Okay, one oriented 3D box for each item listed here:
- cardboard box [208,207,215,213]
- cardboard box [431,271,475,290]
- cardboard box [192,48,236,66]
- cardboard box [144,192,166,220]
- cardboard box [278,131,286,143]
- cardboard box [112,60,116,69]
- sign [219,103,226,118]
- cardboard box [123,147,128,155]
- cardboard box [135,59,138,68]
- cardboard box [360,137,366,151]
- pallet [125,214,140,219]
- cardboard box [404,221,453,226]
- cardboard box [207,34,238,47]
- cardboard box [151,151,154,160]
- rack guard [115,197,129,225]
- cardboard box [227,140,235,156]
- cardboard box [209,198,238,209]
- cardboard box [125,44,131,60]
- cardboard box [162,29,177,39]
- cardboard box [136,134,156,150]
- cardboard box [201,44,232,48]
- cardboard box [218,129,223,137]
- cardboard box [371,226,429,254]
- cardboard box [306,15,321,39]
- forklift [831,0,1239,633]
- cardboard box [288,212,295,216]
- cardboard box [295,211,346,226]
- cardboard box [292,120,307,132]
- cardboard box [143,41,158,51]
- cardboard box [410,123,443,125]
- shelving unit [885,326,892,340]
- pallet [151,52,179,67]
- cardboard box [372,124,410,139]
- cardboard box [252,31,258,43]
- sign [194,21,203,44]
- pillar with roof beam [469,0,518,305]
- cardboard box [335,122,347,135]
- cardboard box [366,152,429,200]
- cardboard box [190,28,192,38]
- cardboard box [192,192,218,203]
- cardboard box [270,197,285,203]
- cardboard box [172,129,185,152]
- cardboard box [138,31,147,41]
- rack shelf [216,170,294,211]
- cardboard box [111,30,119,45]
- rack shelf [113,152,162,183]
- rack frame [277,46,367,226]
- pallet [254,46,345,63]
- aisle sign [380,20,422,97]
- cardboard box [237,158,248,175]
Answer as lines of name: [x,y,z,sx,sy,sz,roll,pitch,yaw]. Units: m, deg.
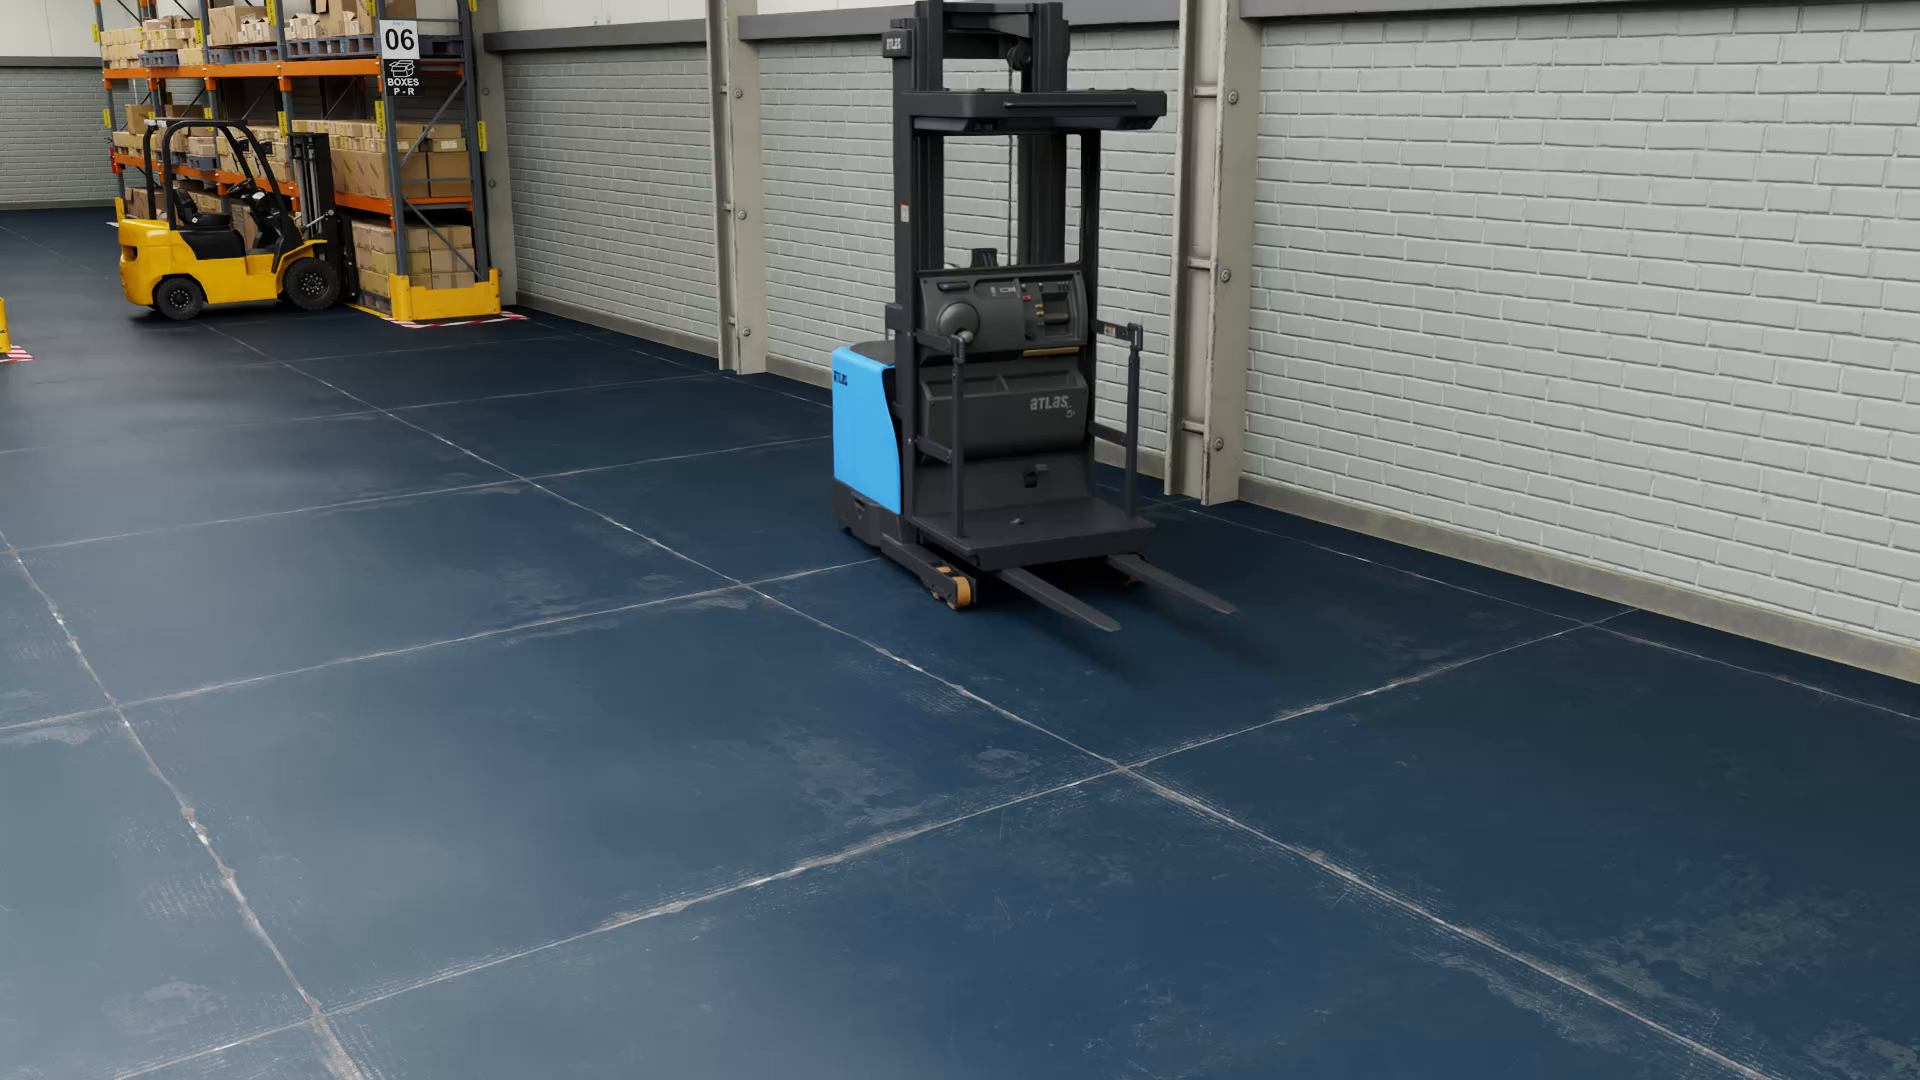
cardboard box: [-11.244,-4.871,25.629,0.500,0.500,0.500,-11,19,-35]
cardboard box: [-5.963,-3.011,19.310,0.500,0.250,0.500,-11,19,-34]
cardboard box: [-11.034,-7.155,24.637,0.500,0.250,0.500,-12,19,-36]
cardboard box: [-13.875,-5.858,29.236,0.700,0.500,0.500,-12,19,-37]
cardboard box: [-8.731,-5.306,21.862,0.380,0.149,0.250,-11,19,-35]
cardboard box: [-14.864,-8.459,29.596,0.380,0.149,0.250,-10,18,-33]
sign: [-12.441,-7.208,28.035,0.100,0.325,0.005,-11,19,-35]
cardboard box: [-15.081,-7.135,30.440,0.380,0.149,0.250,-10,18,-33]
cardboard box: [-13.771,-8.084,28.222,0.380,0.149,0.250,-11,19,-35]
cardboard box: [-6.676,-4.561,19.141,0.380,0.149,0.250,-11,19,-35]
pallet: [-14.725,-5.885,30.679,1.003,0.211,1.213,-11,19,-35]
cardboard box: [-6.258,-3.597,19.554,0.500,0.250,0.500,-11,19,-34]
cardboard box: [-10.576,-7.171,23.872,0.380,0.166,0.250,-11,19,-35]
cardboard box: [-13.622,-6.574,28.389,0.380,0.149,0.250,-10,18,-33]
rack guard: [-15.195,-6.195,31.262,1.175,0.500,0.348,-11,19,-35]
cardboard box: [-10.179,-5.637,23.828,0.500,0.250,0.500,-10,18,-33]
cardboard box: [-11.217,-5.138,25.376,0.380,0.149,0.250,-12,19,-37]
cardboard box: [-13.980,-8.365,28.495,0.500,0.250,0.500,-10,18,-33]
cardboard box: [-12.114,-7.831,25.750,0.380,0.149,0.250,-11,19,-34]
cardboard box: [-13.973,-6.918,28.889,0.500,0.250,0.500,-11,19,-35]
cardboard box: [-10.939,-7.313,24.461,0.380,0.149,0.250,-10,18,-33]
cardboard box: [-10.587,-5.956,24.235,0.380,0.149,0.250,-10,18,-33]
cardboard box: [-6.355,-3.408,18.866,0.500,0.250,0.500,-10,18,-33]
cardboard box: [-7.557,-6.123,19.852,0.396,0.266,0.258,-11,19,-36]
forklift: [0.325,-1.198,8.402,1.130,2.935,3.031,-7,17,-24]
cardboard box: [-8.950,-4.188,22.898,0.875,0.625,0.625,-11,19,-35]
cardboard box: [-8.153,-4.061,21.249,0.500,0.250,0.500,-11,19,-35]
cardboard box: [-8.236,-5.245,21.074,0.380,0.149,0.250,-10,18,-33]
cardboard box: [-12.910,-7.953,26.759,0.380,0.149,0.250,-11,19,-34]
cardboard box: [-6.150,-4.725,19.175,0.380,0.149,0.250,-10,18,-33]
shelving unit: [-0.302,-0.756,10.065,0.258,1.200,0.189,-7,17,-24]
pallet: [-11.949,-7.547,26.144,1.213,0.211,1.003,-11,19,-35]
cardboard box: [-6.383,-4.596,18.705,0.380,0.149,0.250,-11,19,-34]
cardboard box: [-9.076,-6.618,21.883,0.380,0.149,0.250,-11,19,-35]
sign: [-10.976,-7.321,23.980,0.100,0.325,0.005,-11,19,-35]
pillar with roof beam: [-8.995,-6.514,16.329,9.100,9.000,0.400,-11,19,-35]
cardboard box: [-7.254,-4.931,19.930,0.380,0.149,0.250,-11,19,-34]
cardboard box: [-6.334,-4.112,18.730,0.500,0.500,0.500,-11,19,-36]
cardboard box: [-11.359,-7.628,25.049,0.380,0.149,0.250,-11,19,-35]
cardboard box: [-12.073,-5.485,26.646,0.380,0.149,0.250,-10,18,-33]
cardboard box: [-10.590,-5.178,25.523,0.380,0.149,0.250,-10,18,-32]
cardboard box: [-12.018,-6.397,26.281,0.700,0.500,0.500,-11,19,-35]
cardboard box: [-13.067,-8.150,26.918,0.380,0.149,0.250,-10,18,-33]
rack shelf: [-9.360,-4.934,23.285,1.077,0.370,4.000,-11,19,-35]
cardboard box: [-14.592,-8.825,29.230,0.500,0.250,0.500,-11,19,-35]
rack shelf: [-14.064,-6.642,29.526,1.077,0.370,4.000,-11,19,-35]
rack frame: [-8.184,-4.854,21.629,1.000,3.000,0.127,-11,19,-35]
pallet: [-8.713,-6.395,21.939,0.805,0.209,1.217,-12,19,-37]
aisle sign: [-6.031,-5.194,17.947,0.394,0.787,0.004,-11,19,-35]
cardboard box: [-9.872,-5.286,23.492,0.500,0.250,0.500,-12,19,-36]
